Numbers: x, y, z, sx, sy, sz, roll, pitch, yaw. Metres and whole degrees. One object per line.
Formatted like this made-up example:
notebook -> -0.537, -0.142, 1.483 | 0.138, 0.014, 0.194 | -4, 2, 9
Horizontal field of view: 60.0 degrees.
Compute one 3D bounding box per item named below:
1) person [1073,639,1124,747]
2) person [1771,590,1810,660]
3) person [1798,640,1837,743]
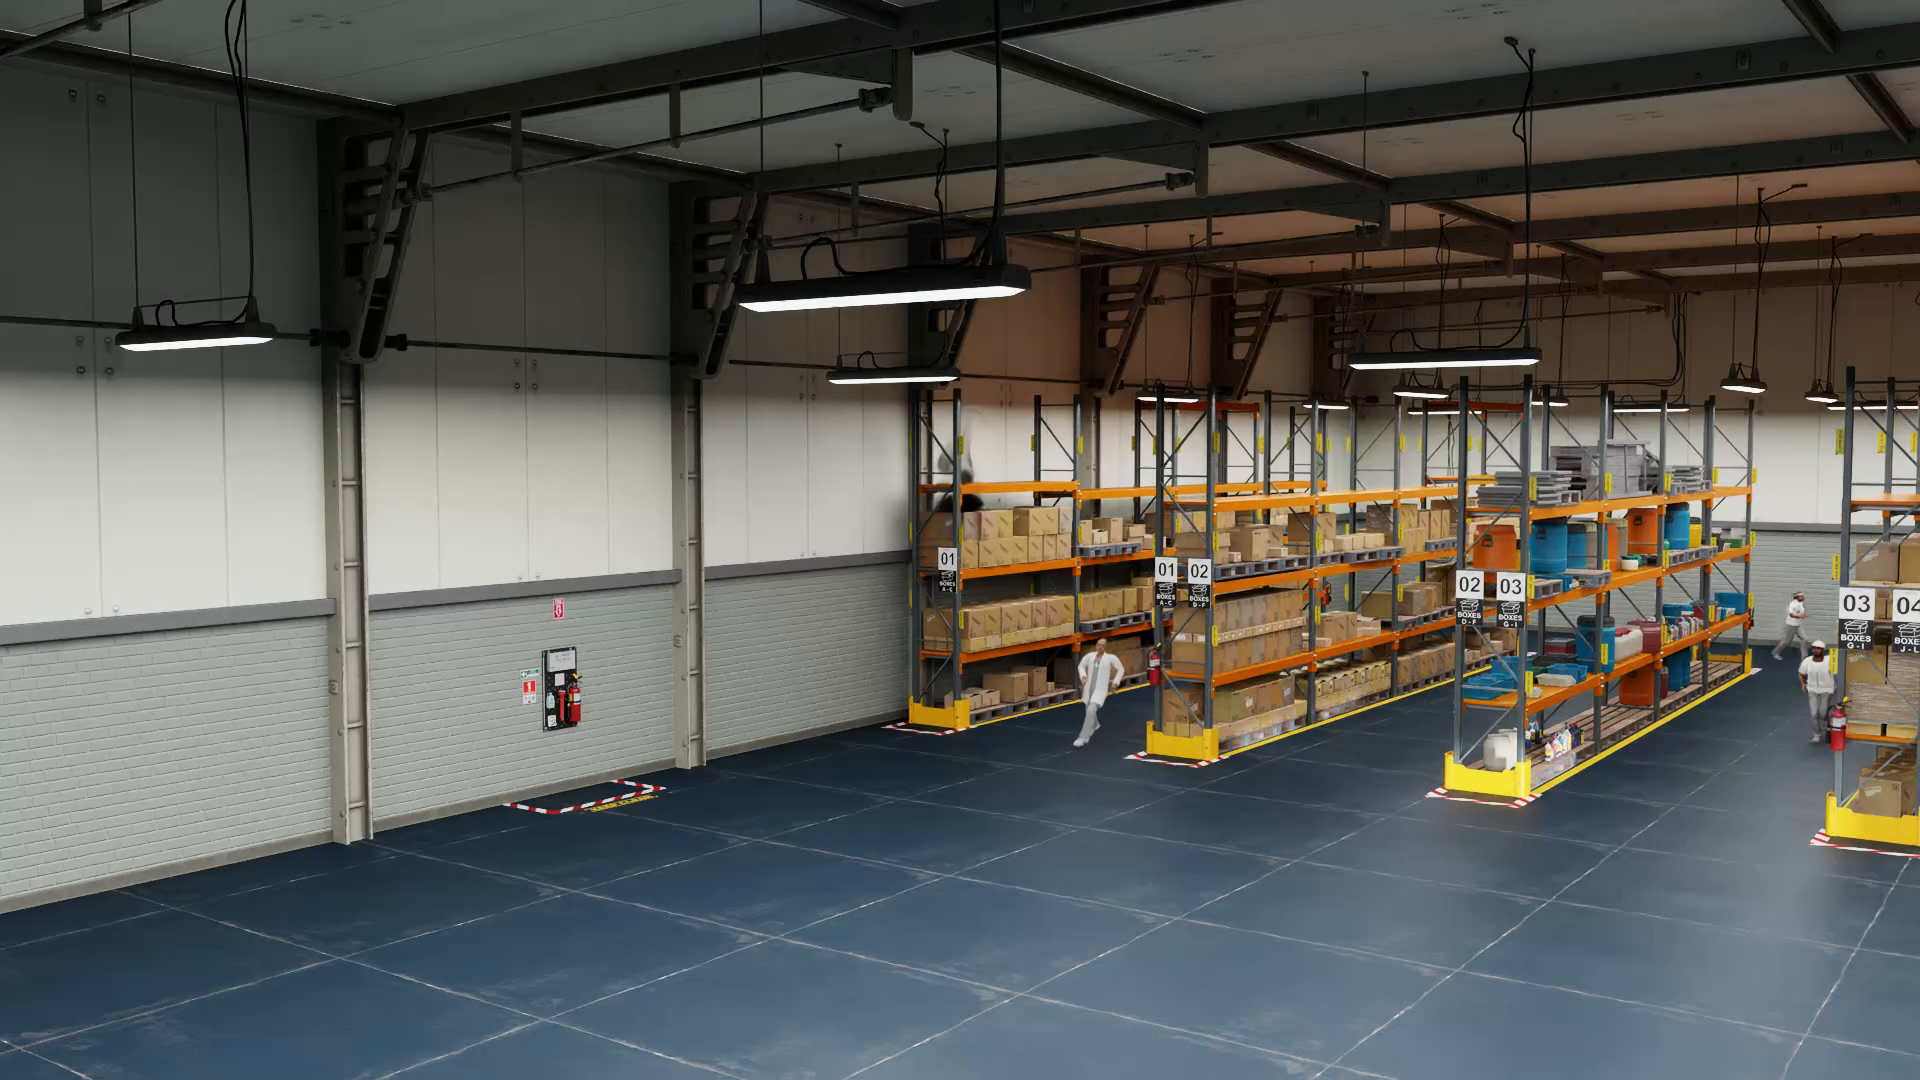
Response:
person -> 2.281, 2.528, 27.804 | 0.765, 1.761, 0.989 | 2, 4, 32
person -> 19.114, 1.992, 38.178 | 0.601, 1.731, 0.916 | -3, 4, -41
person -> 14.489, 2.550, 28.005 | 0.714, 1.728, 0.661 | 3, 4, 41
